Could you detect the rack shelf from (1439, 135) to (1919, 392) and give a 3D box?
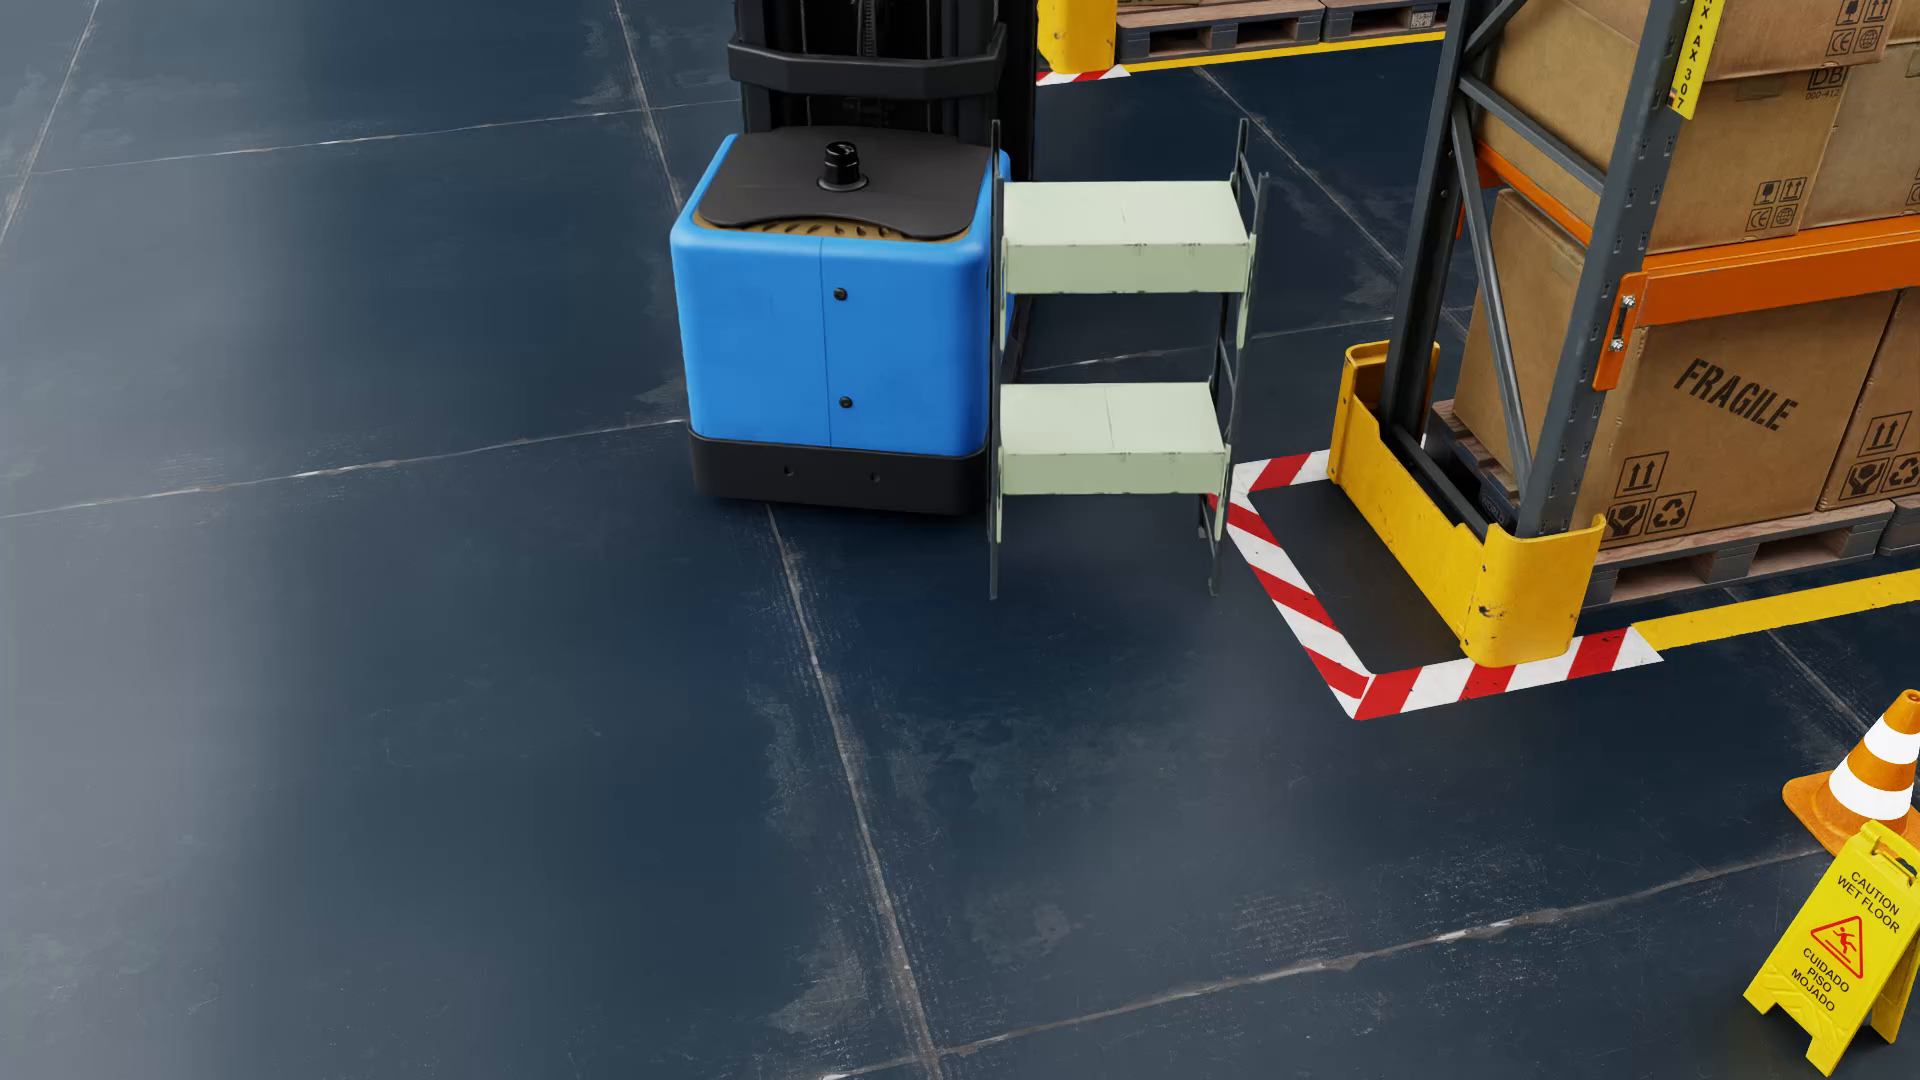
[{"bbox_3d":[3.597,-1.185,5.422,4.000,0.370,1.077,-9,38,-12],"label":"rack shelf"}]

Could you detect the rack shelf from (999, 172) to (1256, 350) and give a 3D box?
[{"bbox_3d":[0.475,-0.835,4.964,0.720,0.370,0.431,-1,37,-1],"label":"rack shelf"}]

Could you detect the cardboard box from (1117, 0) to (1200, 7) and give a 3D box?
[{"bbox_3d":[1.078,-3.342,9.362,0.500,0.500,0.500,-3,37,-3],"label":"cardboard box"}]

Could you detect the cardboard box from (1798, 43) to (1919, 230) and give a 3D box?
[{"bbox_3d":[2.538,-1.398,4.986,0.550,0.550,0.875,-9,38,-12],"label":"cardboard box"}]

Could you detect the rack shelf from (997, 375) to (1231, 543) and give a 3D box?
[{"bbox_3d":[0.475,-0.266,5.400,0.720,0.370,0.431,-1,37,-1],"label":"rack shelf"}]

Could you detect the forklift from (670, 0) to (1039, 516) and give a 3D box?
[{"bbox_3d":[-0.240,-2.136,6.130,1.130,2.935,3.031,5,38,6],"label":"forklift"}]

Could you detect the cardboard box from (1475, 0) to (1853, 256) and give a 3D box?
[{"bbox_3d":[2.012,-1.298,4.855,0.550,0.550,0.875,-9,38,-12],"label":"cardboard box"}]

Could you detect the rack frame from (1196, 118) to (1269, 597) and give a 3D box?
[{"bbox_3d":[0.841,-0.528,5.206,0.023,1.500,0.400,-1,37,-1],"label":"rack frame"}]

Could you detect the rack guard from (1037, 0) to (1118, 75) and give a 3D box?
[{"bbox_3d":[0.544,-3.098,9.389,0.348,0.500,1.175,-9,38,-12],"label":"rack guard"}]

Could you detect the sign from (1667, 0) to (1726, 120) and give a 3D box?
[{"bbox_3d":[1.805,-1.202,4.075,0.005,0.325,0.100,-9,38,-12],"label":"sign"}]

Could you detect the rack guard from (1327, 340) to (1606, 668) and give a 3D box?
[{"bbox_3d":[1.643,-0.157,5.544,0.348,0.500,1.175,-9,38,-12],"label":"rack guard"}]

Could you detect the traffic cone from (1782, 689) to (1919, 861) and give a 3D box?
[{"bbox_3d":[2.549,0.603,4.581,0.334,0.463,0.336,-9,38,-12],"label":"traffic cone"}]

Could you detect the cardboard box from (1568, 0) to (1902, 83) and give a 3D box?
[{"bbox_3d":[2.034,-1.678,4.463,0.550,0.550,0.875,-9,38,-12],"label":"cardboard box"}]

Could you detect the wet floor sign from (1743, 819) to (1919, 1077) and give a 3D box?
[{"bbox_3d":[2.154,0.948,3.980,0.232,0.644,0.267,-16,40,-20],"label":"wet floor sign"}]

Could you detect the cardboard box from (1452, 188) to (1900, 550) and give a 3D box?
[{"bbox_3d":[2.304,-0.623,5.498,0.875,0.875,0.875,-9,38,-12],"label":"cardboard box"}]

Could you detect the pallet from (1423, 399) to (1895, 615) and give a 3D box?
[{"bbox_3d":[2.418,-0.218,5.862,1.213,0.211,1.003,-9,38,-12],"label":"pallet"}]

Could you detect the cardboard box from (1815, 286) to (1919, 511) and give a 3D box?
[{"bbox_3d":[3.152,-0.763,5.682,0.875,0.875,0.875,-10,39,-13],"label":"cardboard box"}]

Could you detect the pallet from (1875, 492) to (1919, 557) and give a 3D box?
[{"bbox_3d":[3.593,-0.410,6.112,1.213,0.211,1.003,-9,38,-12],"label":"pallet"}]

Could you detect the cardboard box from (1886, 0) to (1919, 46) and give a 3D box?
[{"bbox_3d":[2.541,-1.819,4.647,0.550,0.550,0.875,-9,38,-12],"label":"cardboard box"}]

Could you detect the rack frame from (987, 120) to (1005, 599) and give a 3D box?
[{"bbox_3d":[0.109,-0.521,5.197,0.023,1.500,0.400,-1,37,-1],"label":"rack frame"}]

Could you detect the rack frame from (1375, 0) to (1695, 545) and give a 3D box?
[{"bbox_3d":[1.666,-1.154,4.789,0.127,3.000,1.000,-9,38,-12],"label":"rack frame"}]

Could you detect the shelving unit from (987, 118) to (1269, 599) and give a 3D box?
[{"bbox_3d":[0.475,-0.525,5.202,0.755,1.500,0.431,-1,37,-1],"label":"shelving unit"}]
